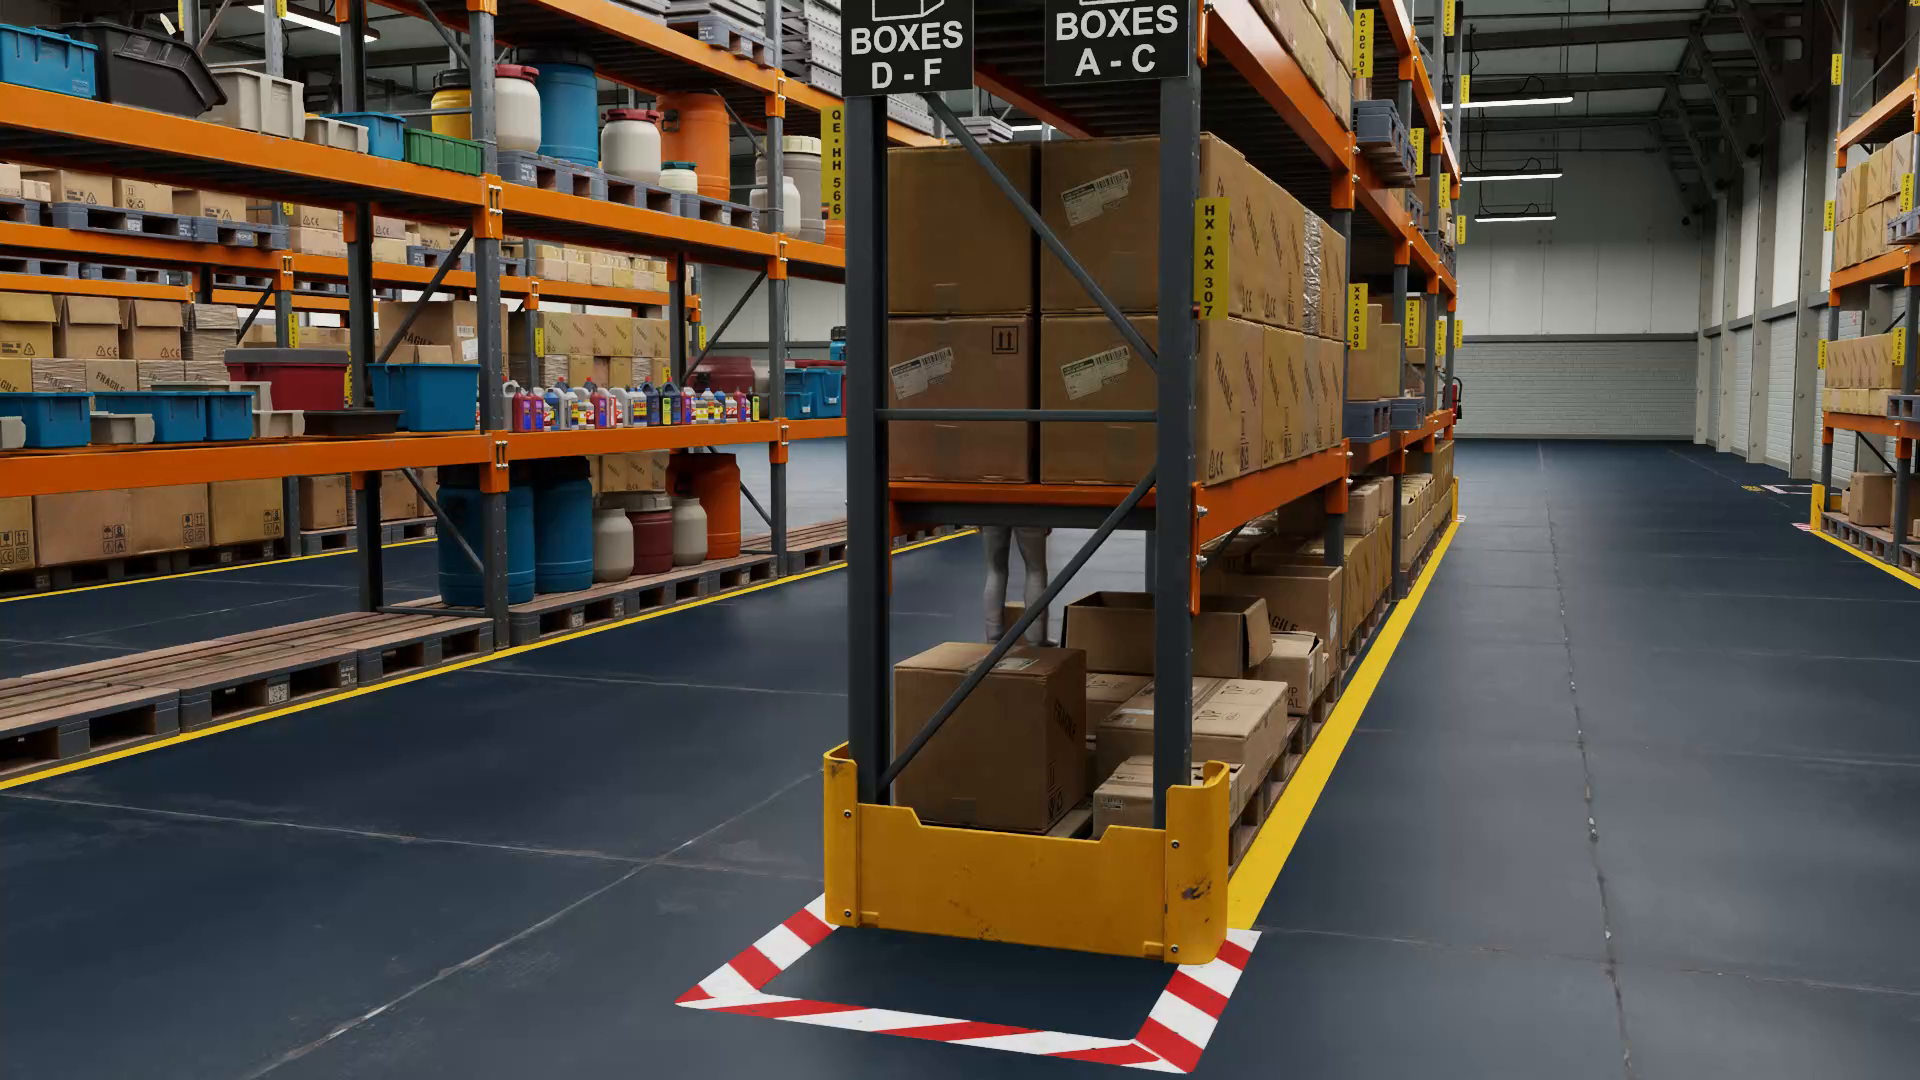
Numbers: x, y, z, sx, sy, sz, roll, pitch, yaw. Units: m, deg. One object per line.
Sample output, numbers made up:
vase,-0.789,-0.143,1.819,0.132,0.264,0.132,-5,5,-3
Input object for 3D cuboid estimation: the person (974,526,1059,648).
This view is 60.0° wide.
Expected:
person,0.329,-0.158,9.962,0.518,1.656,0.397,2,6,16
